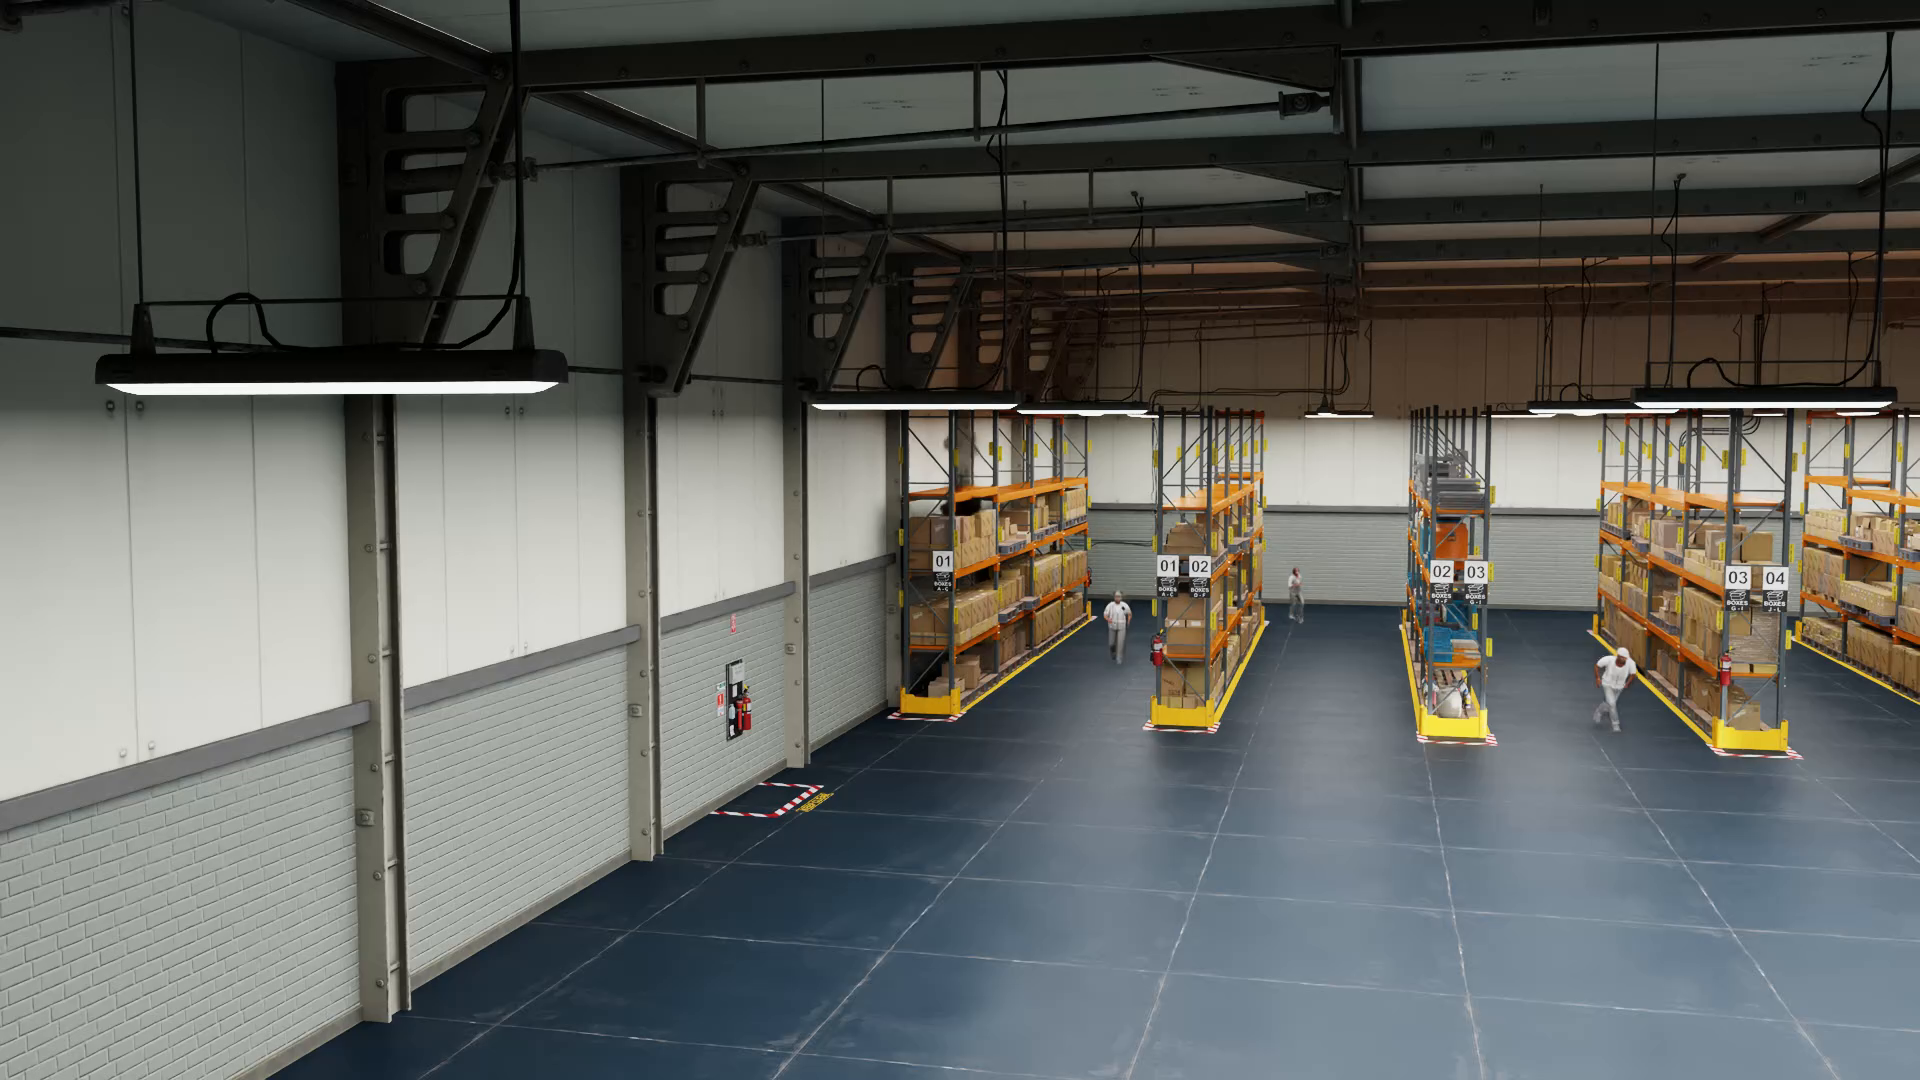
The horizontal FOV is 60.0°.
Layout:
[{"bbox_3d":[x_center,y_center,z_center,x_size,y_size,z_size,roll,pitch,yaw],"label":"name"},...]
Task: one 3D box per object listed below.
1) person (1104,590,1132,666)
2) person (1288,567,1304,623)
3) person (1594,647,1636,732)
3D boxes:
[{"bbox_3d":[3.712,2.046,39.083,0.674,1.740,0.782,0,4,6],"label":"person"},{"bbox_3d":[9.514,1.571,47.300,0.537,1.637,0.761,-1,4,-16],"label":"person"},{"bbox_3d":[12.134,2.730,30.900,0.707,1.596,1.107,0,4,0],"label":"person"}]
